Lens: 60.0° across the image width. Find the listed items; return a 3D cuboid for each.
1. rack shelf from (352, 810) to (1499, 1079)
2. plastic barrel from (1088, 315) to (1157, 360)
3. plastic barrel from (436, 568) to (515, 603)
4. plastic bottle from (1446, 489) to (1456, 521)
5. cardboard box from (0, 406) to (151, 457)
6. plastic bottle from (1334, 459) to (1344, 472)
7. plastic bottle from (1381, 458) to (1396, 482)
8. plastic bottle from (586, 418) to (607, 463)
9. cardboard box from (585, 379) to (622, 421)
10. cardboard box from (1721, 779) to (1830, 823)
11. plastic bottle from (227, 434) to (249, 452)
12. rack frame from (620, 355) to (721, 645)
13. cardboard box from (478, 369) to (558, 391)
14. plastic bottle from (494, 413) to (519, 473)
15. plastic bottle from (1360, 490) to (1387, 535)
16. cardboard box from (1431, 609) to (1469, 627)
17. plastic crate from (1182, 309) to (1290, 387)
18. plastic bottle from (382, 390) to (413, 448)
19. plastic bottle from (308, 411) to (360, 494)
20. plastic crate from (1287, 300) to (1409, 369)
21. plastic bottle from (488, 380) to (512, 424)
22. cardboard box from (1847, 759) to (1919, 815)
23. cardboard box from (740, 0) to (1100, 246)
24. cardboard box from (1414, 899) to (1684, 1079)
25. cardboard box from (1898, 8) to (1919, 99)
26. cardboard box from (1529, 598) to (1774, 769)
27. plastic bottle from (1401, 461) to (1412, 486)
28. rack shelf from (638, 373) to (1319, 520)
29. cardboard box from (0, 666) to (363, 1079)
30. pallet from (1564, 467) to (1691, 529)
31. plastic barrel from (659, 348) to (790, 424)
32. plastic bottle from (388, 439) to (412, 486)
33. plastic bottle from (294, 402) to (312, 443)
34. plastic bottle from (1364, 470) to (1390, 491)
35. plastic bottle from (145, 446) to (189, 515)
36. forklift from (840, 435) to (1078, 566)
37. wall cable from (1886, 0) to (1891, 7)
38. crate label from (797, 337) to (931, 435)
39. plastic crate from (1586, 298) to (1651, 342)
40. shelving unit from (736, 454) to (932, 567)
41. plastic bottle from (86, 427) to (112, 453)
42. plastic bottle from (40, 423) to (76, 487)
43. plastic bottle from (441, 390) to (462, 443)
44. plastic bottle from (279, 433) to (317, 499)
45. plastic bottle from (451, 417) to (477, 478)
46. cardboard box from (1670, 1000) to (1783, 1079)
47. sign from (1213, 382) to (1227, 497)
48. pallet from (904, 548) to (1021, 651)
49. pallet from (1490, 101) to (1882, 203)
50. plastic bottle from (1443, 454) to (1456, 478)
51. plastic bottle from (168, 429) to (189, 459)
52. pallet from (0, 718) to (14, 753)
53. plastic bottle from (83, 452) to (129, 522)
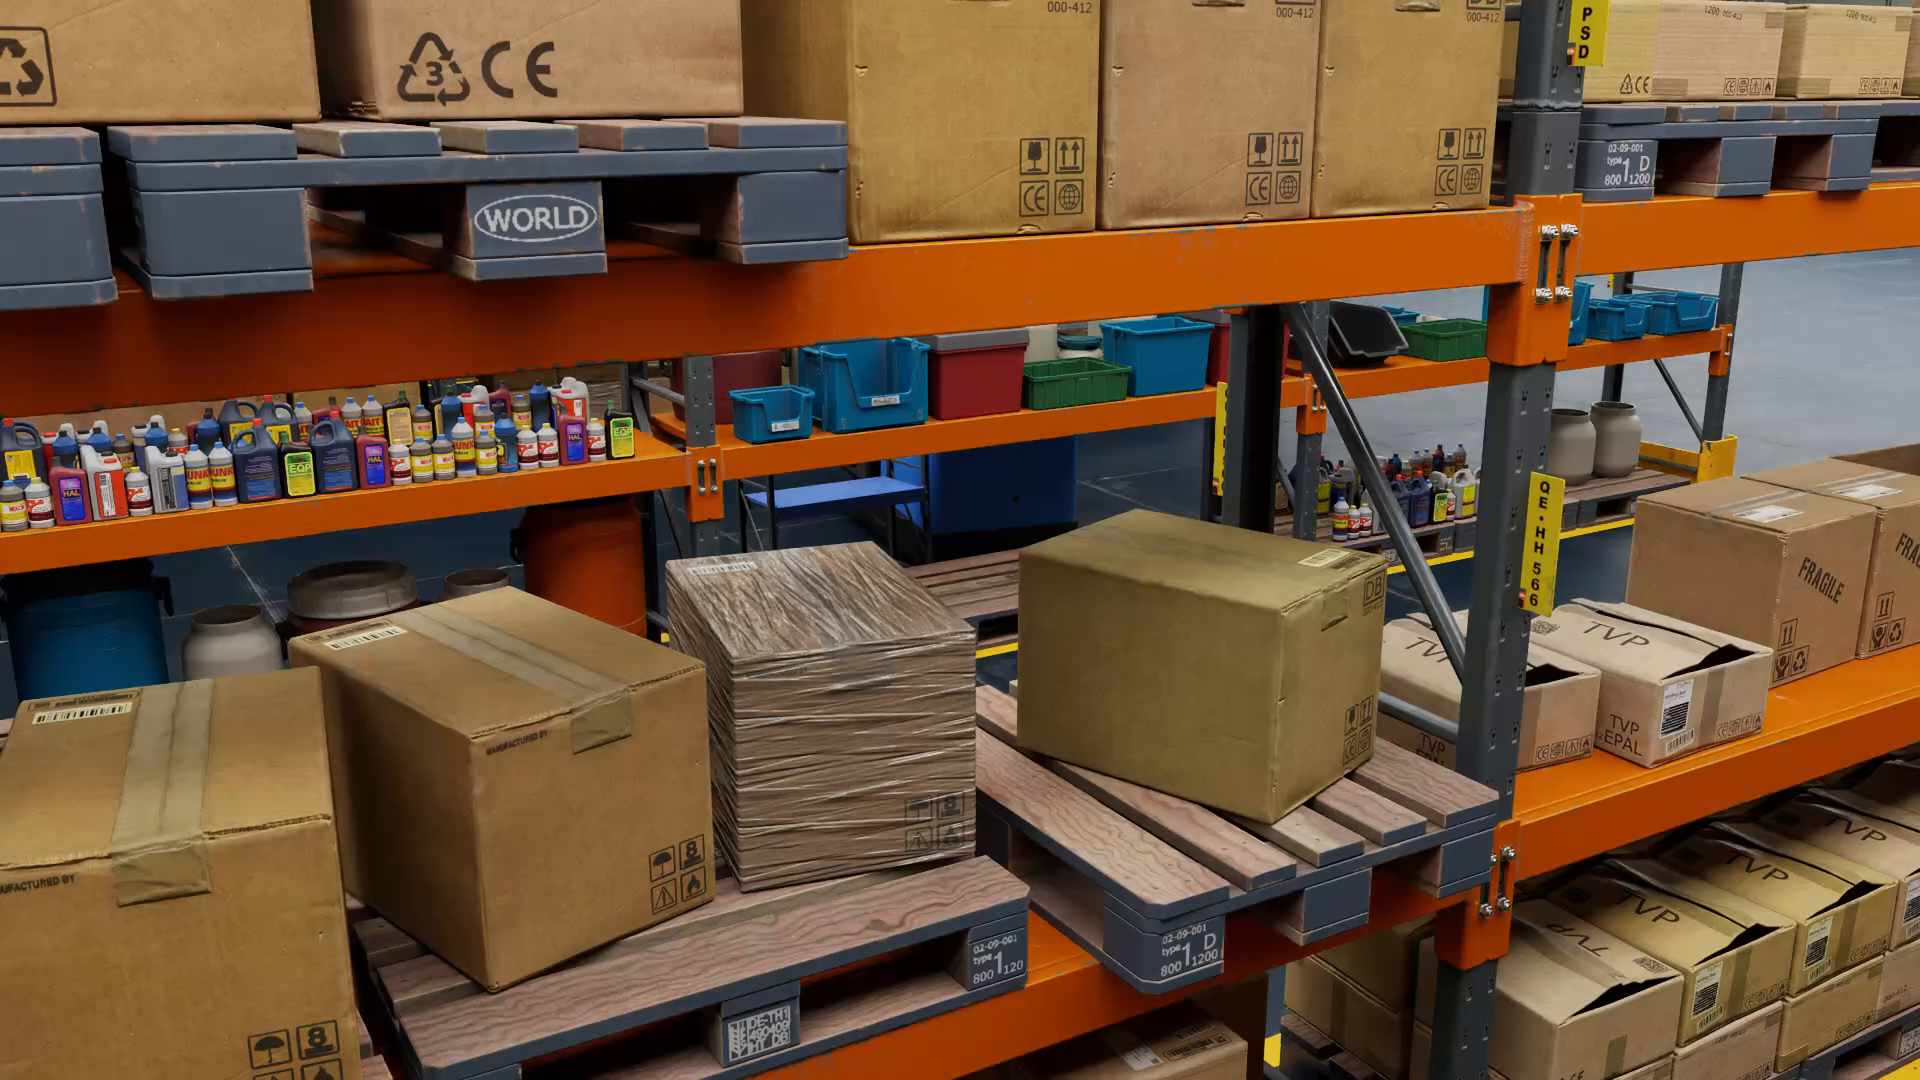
[{"bbox_3d":[-0.671,1.030,3.510,4.000,0.370,1.077,-9,18,-30],"label":"rack shelf"},{"bbox_3d":[0.992,-1.280,10.167,0.433,0.535,0.433,0,16,0],"label":"plastic barrel"},{"bbox_3d":[-2.353,0.426,8.164,0.421,0.512,0.421,0,16,0],"label":"plastic barrel"},{"bbox_3d":[3.247,-0.238,11.069,0.097,0.201,0.097,0,16,0],"label":"plastic bottle"},{"bbox_3d":[-6.180,-0.728,11.607,0.875,0.875,1.225,-10,18,-32],"label":"cardboard box"},{"bbox_3d":[2.611,-0.416,11.554,0.133,0.283,0.061,-8,17,-26],"label":"plastic bottle"},{"bbox_3d":[2.966,-0.426,11.588,0.133,0.283,0.061,-9,18,-30],"label":"plastic bottle"},{"bbox_3d":[-1.739,-0.478,7.927,0.097,0.201,0.097,0,16,0],"label":"plastic bottle"},{"bbox_3d":[-3.022,-1.073,13.496,0.500,0.500,0.700,-11,19,-34],"label":"cardboard box"},{"bbox_3d":[2.673,0.915,5.864,0.500,0.311,0.500,-9,18,-28],"label":"cardboard box"},{"bbox_3d":[-3.141,-0.330,7.269,0.097,0.271,0.097,0,16,0],"label":"plastic bottle"},{"bbox_3d":[-1.504,-0.741,8.495,0.127,3.000,1.000,-9,18,-30],"label":"rack frame"},{"bbox_3d":[-3.496,-1.356,13.117,0.500,0.250,0.500,-8,18,-27],"label":"cardboard box"},{"bbox_3d":[-2.104,-0.453,7.707,0.097,0.271,0.097,0,16,0],"label":"plastic bottle"},{"bbox_3d":[2.687,-0.191,10.766,0.135,0.276,0.152,-8,18,-28],"label":"plastic bottle"},{"bbox_3d":[1.672,0.338,5.113,0.250,0.149,0.380,-9,18,-30],"label":"cardboard box"},{"bbox_3d":[1.667,-1.190,9.977,0.583,0.464,0.402,-9,18,-30],"label":"plastic crate"},{"bbox_3d":[-2.774,-0.595,8.190,0.133,0.283,0.061,-9,18,-30],"label":"plastic bottle"},{"bbox_3d":[-2.769,-0.391,7.338,0.185,0.351,0.144,-9,18,-30],"label":"plastic bottle"},{"bbox_3d":[2.439,-1.310,10.642,0.504,0.338,0.767,-9,18,-30],"label":"plastic crate"},{"bbox_3d":[-2.347,-0.664,8.438,0.133,0.283,0.061,-9,18,-30],"label":"plastic bottle"},{"bbox_3d":[3.401,0.967,5.681,0.500,0.311,0.500,-9,18,-30],"label":"cardboard box"},{"bbox_3d":[-0.196,-0.875,3.232,0.500,0.500,0.910,-9,18,-30],"label":"cardboard box"},{"bbox_3d":[1.644,1.253,4.661,0.500,0.311,0.500,-9,18,-28],"label":"cardboard box"},{"bbox_3d":[2.802,-1.473,5.050,0.500,0.250,0.500,-11,19,-34],"label":"cardboard box"},{"bbox_3d":[1.910,0.369,4.701,0.500,0.311,0.500,-9,18,-30],"label":"cardboard box"},{"bbox_3d":[3.174,-0.462,11.870,0.097,0.201,0.097,0,16,0],"label":"plastic bottle"},{"bbox_3d":[0.210,-0.672,9.584,4.000,0.370,1.077,-9,18,-30],"label":"rack shelf"},{"bbox_3d":[-1.307,0.587,2.795,0.500,0.500,0.700,-6,17,-21],"label":"cardboard box"},{"bbox_3d":[4.613,-0.377,12.364,1.213,0.211,1.003,-9,18,-30],"label":"pallet"},{"bbox_3d":[-1.262,-0.941,8.957,0.708,0.536,0.600,-9,18,-30],"label":"plastic barrel"},{"bbox_3d":[-2.521,-0.352,7.475,0.097,0.201,0.097,0,16,0],"label":"plastic bottle"},{"bbox_3d":[-3.145,-0.523,7.957,0.097,0.271,0.097,0,16,0],"label":"plastic bottle"},{"bbox_3d":[2.756,-0.283,10.954,0.185,0.351,0.144,-9,18,-30],"label":"plastic bottle"},{"bbox_3d":[-3.347,-0.262,7.018,0.135,0.276,0.152,-9,18,-30],"label":"plastic bottle"},{"bbox_3d":[-0.210,-1.570,11.579,1.130,2.935,3.031,-6,17,-19],"label":"forklift"},{"bbox_3d":[24.394,-14.024,41.164,0.112,2.526,3.097,-9,18,-30],"label":"wall cable"},{"bbox_3d":[-0.513,-0.833,8.760,0.616,0.435,0.502,-9,18,-30],"label":"crate label"},{"bbox_3d":[4.519,-1.553,11.670,0.408,0.251,0.499,-9,18,-30],"label":"plastic crate"},{"bbox_3d":[-0.763,-0.390,9.968,1.048,1.500,0.538,-9,15,-29],"label":"shelving unit"},{"bbox_3d":[-3.820,-0.366,7.395,0.097,0.271,0.097,0,16,0],"label":"plastic bottle"},{"bbox_3d":[-4.016,-0.375,7.422,0.135,0.276,0.152,-9,18,-30],"label":"plastic bottle"},{"bbox_3d":[-2.520,-0.605,8.250,0.097,0.271,0.097,0,16,0],"label":"plastic bottle"},{"bbox_3d":[-2.884,-0.327,7.234,0.133,0.283,0.061,-9,18,-30],"label":"plastic bottle"},{"bbox_3d":[-2.271,-0.426,7.610,0.097,0.271,0.097,0,16,0],"label":"plastic bottle"},{"bbox_3d":[2.074,1.453,4.987,0.500,0.250,0.500,-10,18,-31],"label":"cardboard box"},{"bbox_3d":[0.755,-0.280,4.705,0.005,0.325,0.100,-9,18,-30],"label":"sign"},{"bbox_3d":[0.225,0.335,9.825,1.213,0.211,1.003,-9,18,-30],"label":"pallet"},{"bbox_3d":[1.579,-1.063,4.436,1.003,0.211,1.213,-8,18,-27],"label":"pallet"},{"bbox_3d":[3.550,-0.523,12.087,0.097,0.201,0.097,0,16,0],"label":"plastic bottle"},{"bbox_3d":[-3.616,-0.413,7.694,0.097,0.201,0.097,0,16,0],"label":"plastic bottle"},{"bbox_3d":[-4.250,1.060,7.236,1.213,0.211,1.003,-9,18,-30],"label":"pallet"},{"bbox_3d":[-3.546,-0.230,6.903,0.135,0.276,0.152,-9,18,-30],"label":"plastic bottle"}]
